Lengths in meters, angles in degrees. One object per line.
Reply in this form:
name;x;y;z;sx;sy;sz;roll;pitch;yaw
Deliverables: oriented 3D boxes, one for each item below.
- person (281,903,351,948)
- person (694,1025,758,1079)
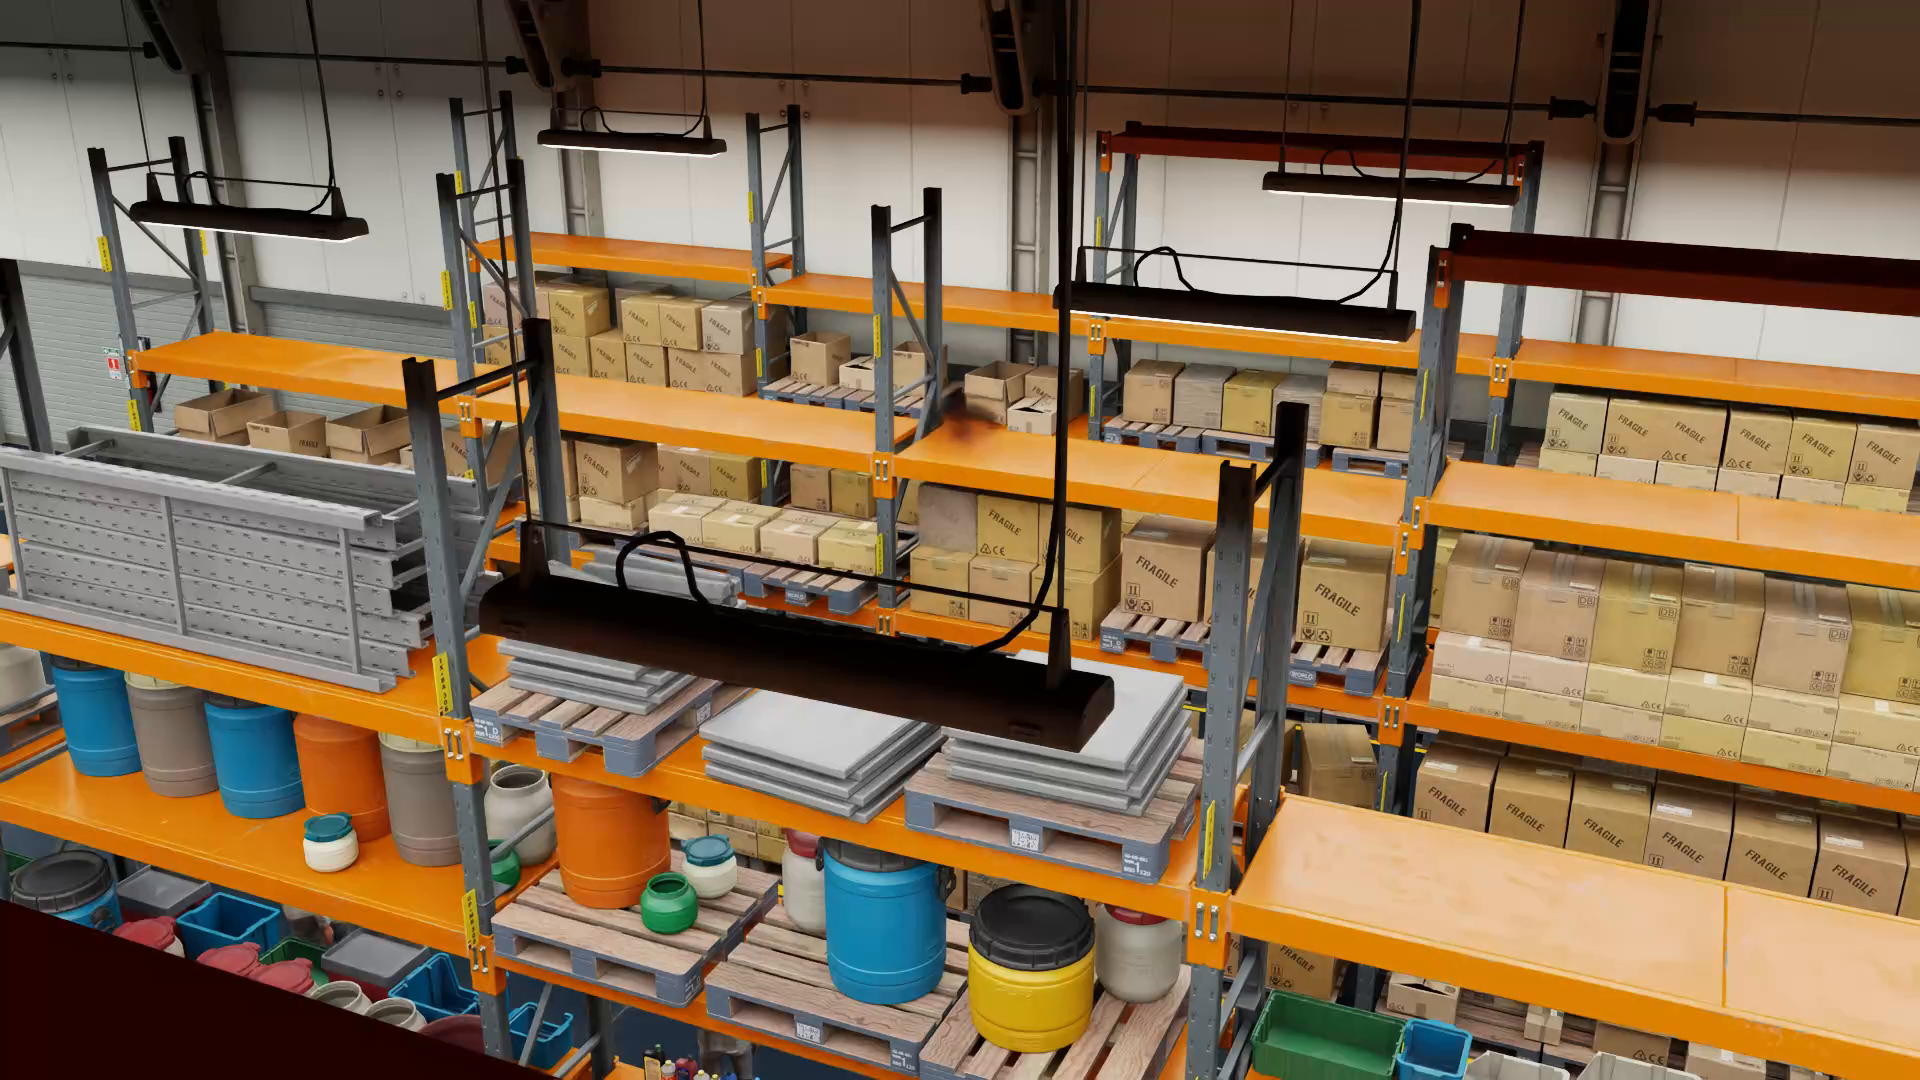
person;-4.979;2.812;12.757;0.518;1.706;0.951;-7;22;-17
person;-1.609;3.422;11.345;0.452;1.590;0.395;-3;21;-8
